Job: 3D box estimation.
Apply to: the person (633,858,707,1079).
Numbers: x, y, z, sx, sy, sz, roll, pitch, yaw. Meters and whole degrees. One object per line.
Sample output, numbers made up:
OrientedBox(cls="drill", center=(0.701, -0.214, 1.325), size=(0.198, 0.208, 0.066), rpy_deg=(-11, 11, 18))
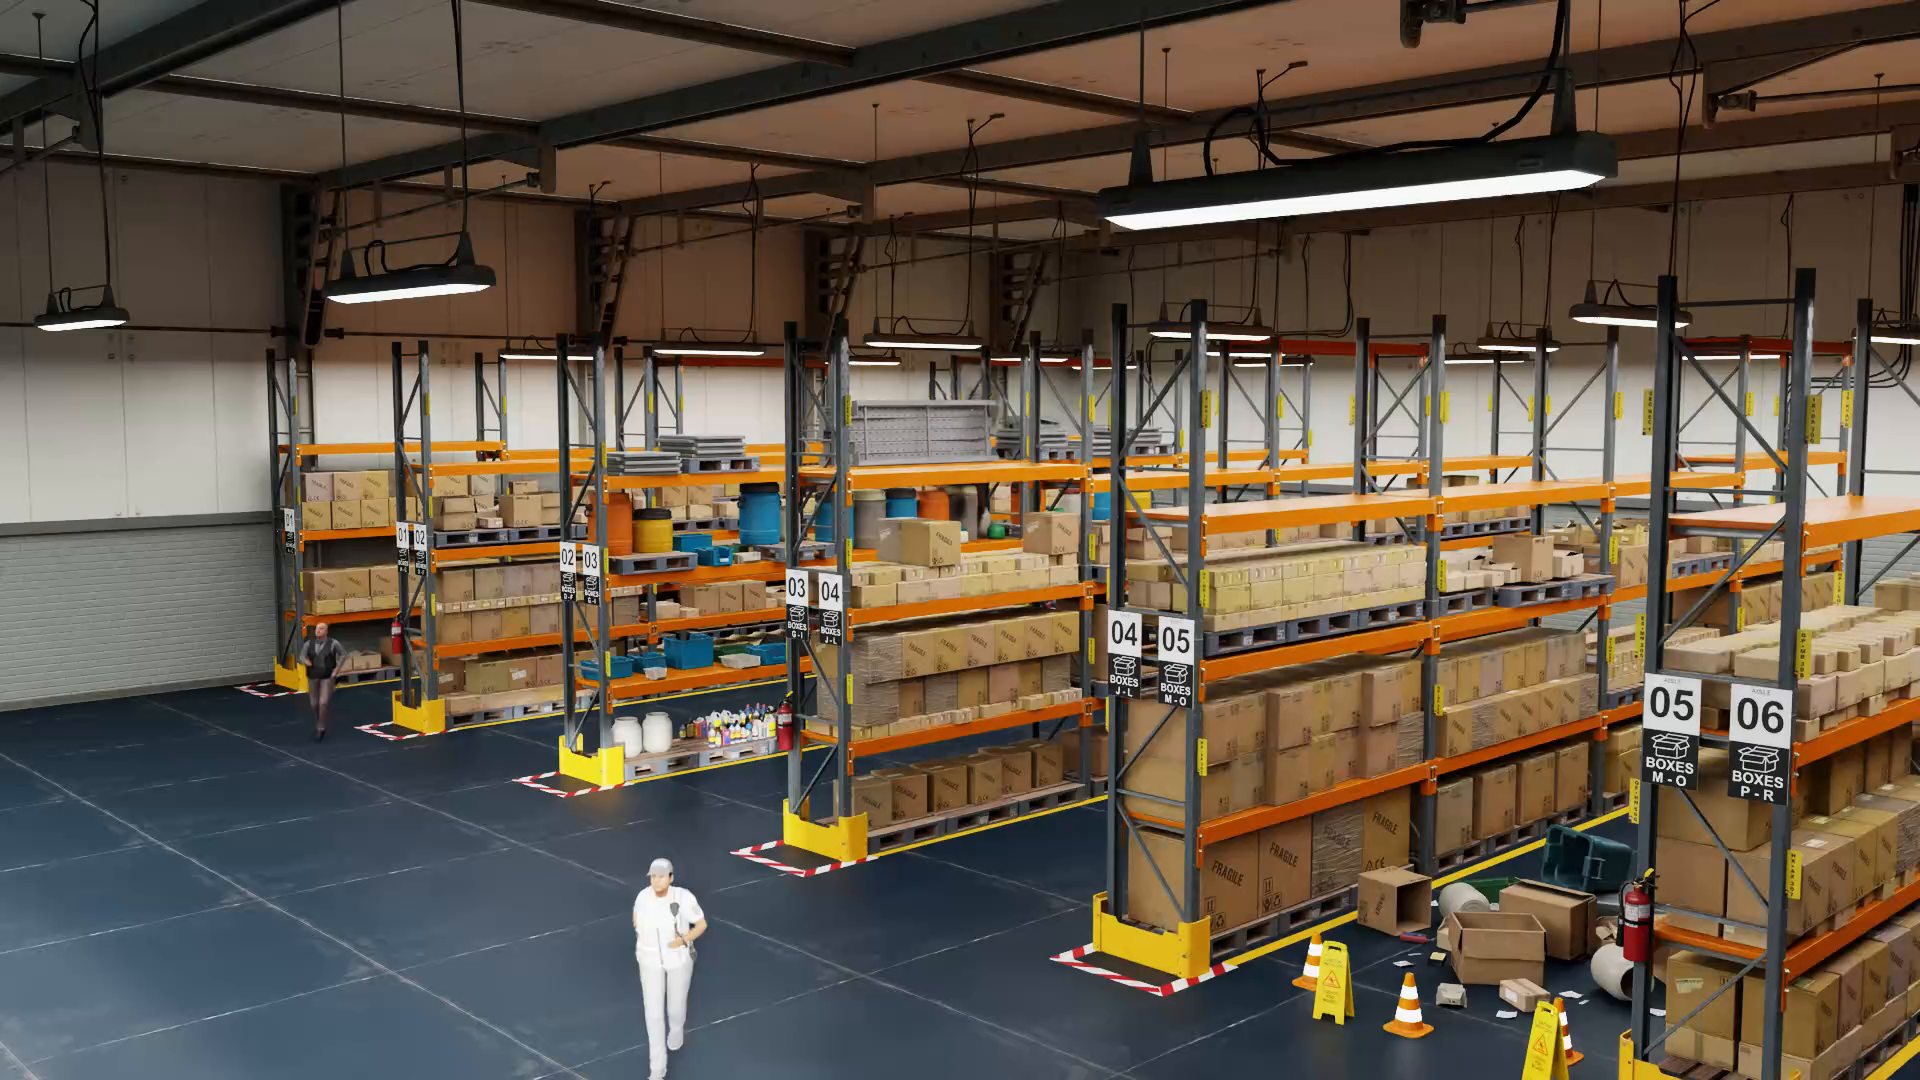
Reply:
OrientedBox(cls="person", center=(-2.226, 3.245, 12.702), size=(0.593, 1.685, 0.848), rpy_deg=(0, 5, -1))

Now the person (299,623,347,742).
OrientedBox(cls="person", center=(-9.669, 2.119, 25.147), size=(0.671, 1.731, 0.875), rpy_deg=(0, 5, 0))

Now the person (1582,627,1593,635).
OrientedBox(cls="person", center=(9.255, 2.171, 24.635), size=(0.640, 1.788, 0.827), rpy_deg=(4, 7, 41))
